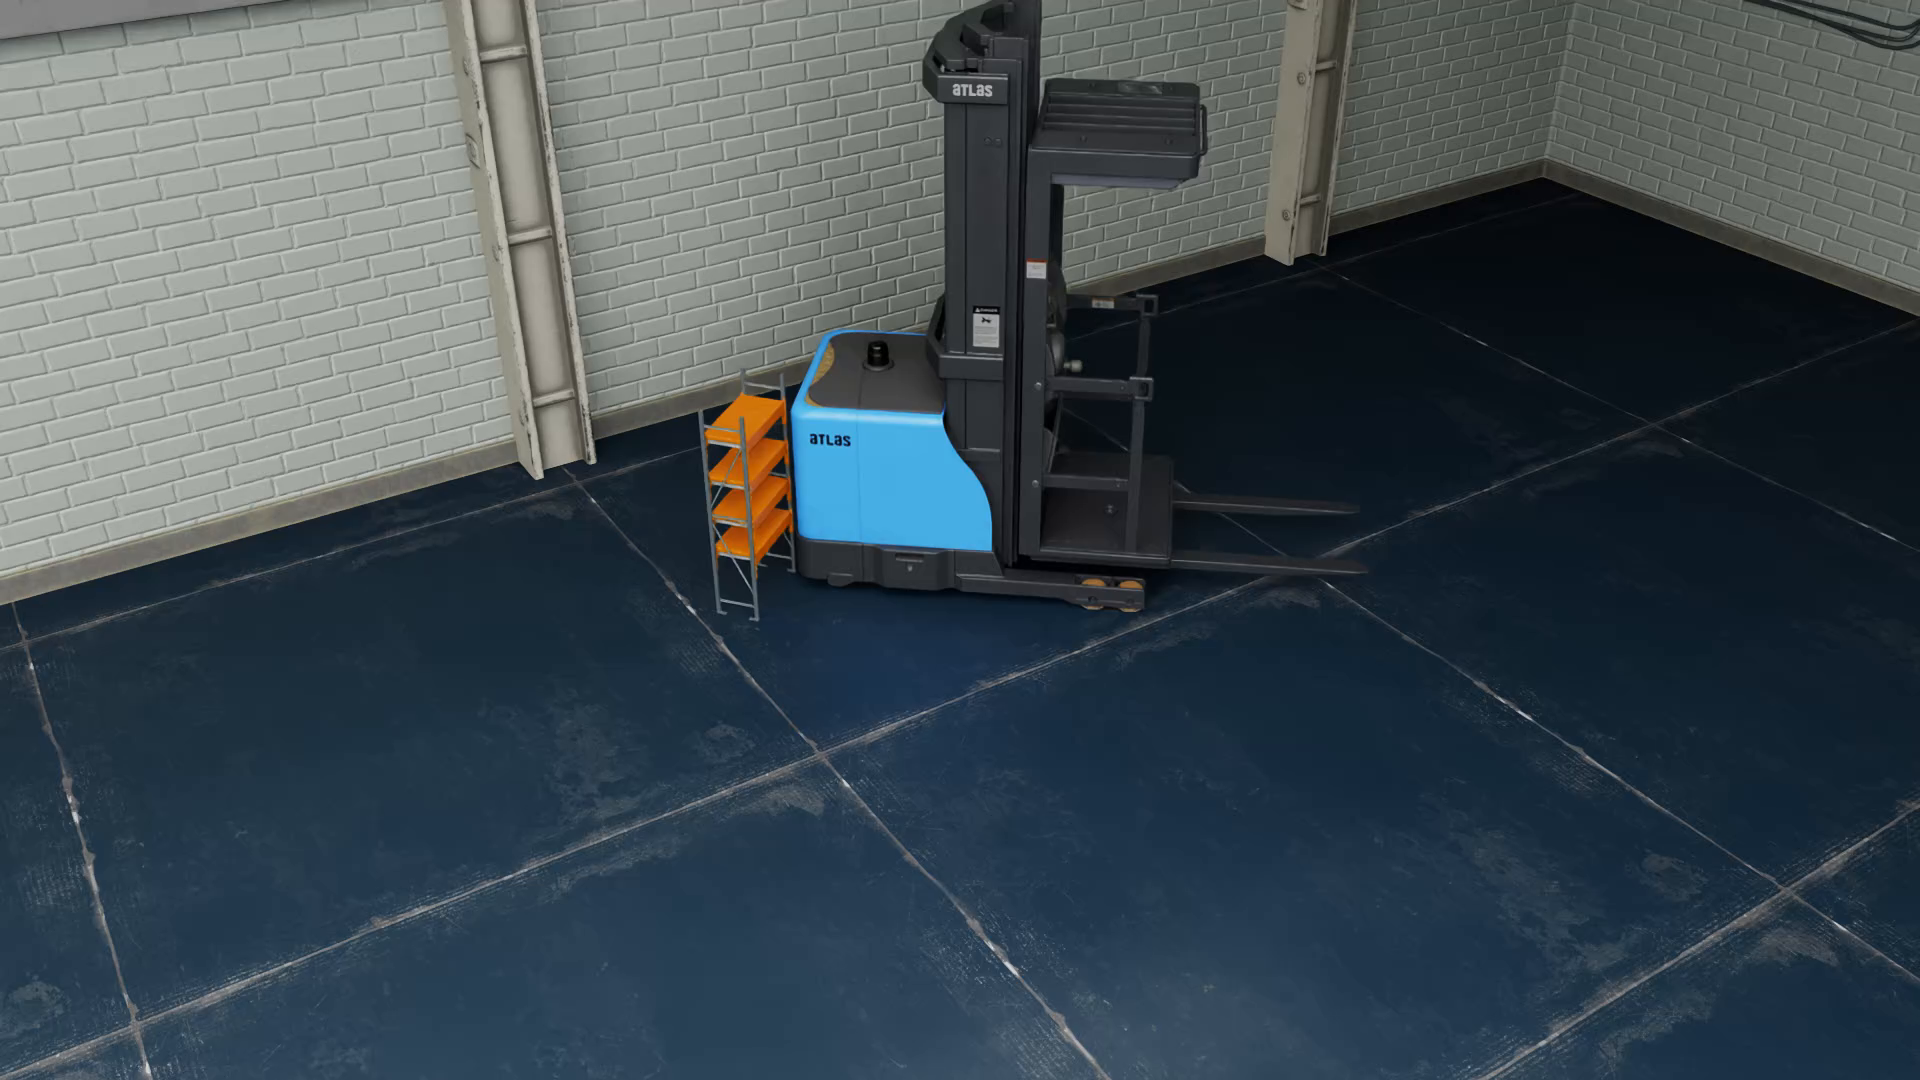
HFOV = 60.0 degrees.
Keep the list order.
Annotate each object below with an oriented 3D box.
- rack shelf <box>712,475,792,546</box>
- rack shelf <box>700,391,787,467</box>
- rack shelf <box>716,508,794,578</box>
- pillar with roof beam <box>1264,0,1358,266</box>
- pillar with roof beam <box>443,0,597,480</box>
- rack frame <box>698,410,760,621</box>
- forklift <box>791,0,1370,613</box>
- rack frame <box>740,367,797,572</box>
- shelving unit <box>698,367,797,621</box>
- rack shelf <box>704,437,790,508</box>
[{"bbox_3d":[-1.087,-0.174,8.649,0.258,0.148,0.480,10,34,16],"label":"rack shelf"},{"bbox_3d":[-1.087,-0.563,8.403,0.258,0.148,0.480,10,34,16],"label":"rack shelf"},{"bbox_3d":[-1.087,-0.006,8.755,0.258,0.148,0.480,10,34,16],"label":"rack shelf"},{"bbox_3d":[4.921,-4.095,7.428,0.400,9.000,9.100,-19,37,-27],"label":"pillar with roof beam"},{"bbox_3d":[-0.122,-2.360,4.679,0.400,9.000,9.100,-19,37,-27],"label":"pillar with roof beam"},{"bbox_3d":[-1.164,-0.107,8.417,0.240,1.200,0.015,10,34,16],"label":"rack frame"},{"bbox_3d":[0.678,-1.158,8.461,3.031,2.935,1.130,4,32,6],"label":"forklift"},{"bbox_3d":[-1.010,-0.354,8.809,0.240,1.200,0.015,10,34,16],"label":"rack frame"},{"bbox_3d":[-1.087,-0.231,8.613,0.258,1.200,0.503,10,34,16],"label":"shelving unit"},{"bbox_3d":[-1.087,-0.363,8.529,0.258,0.148,0.480,10,34,16],"label":"rack shelf"}]
